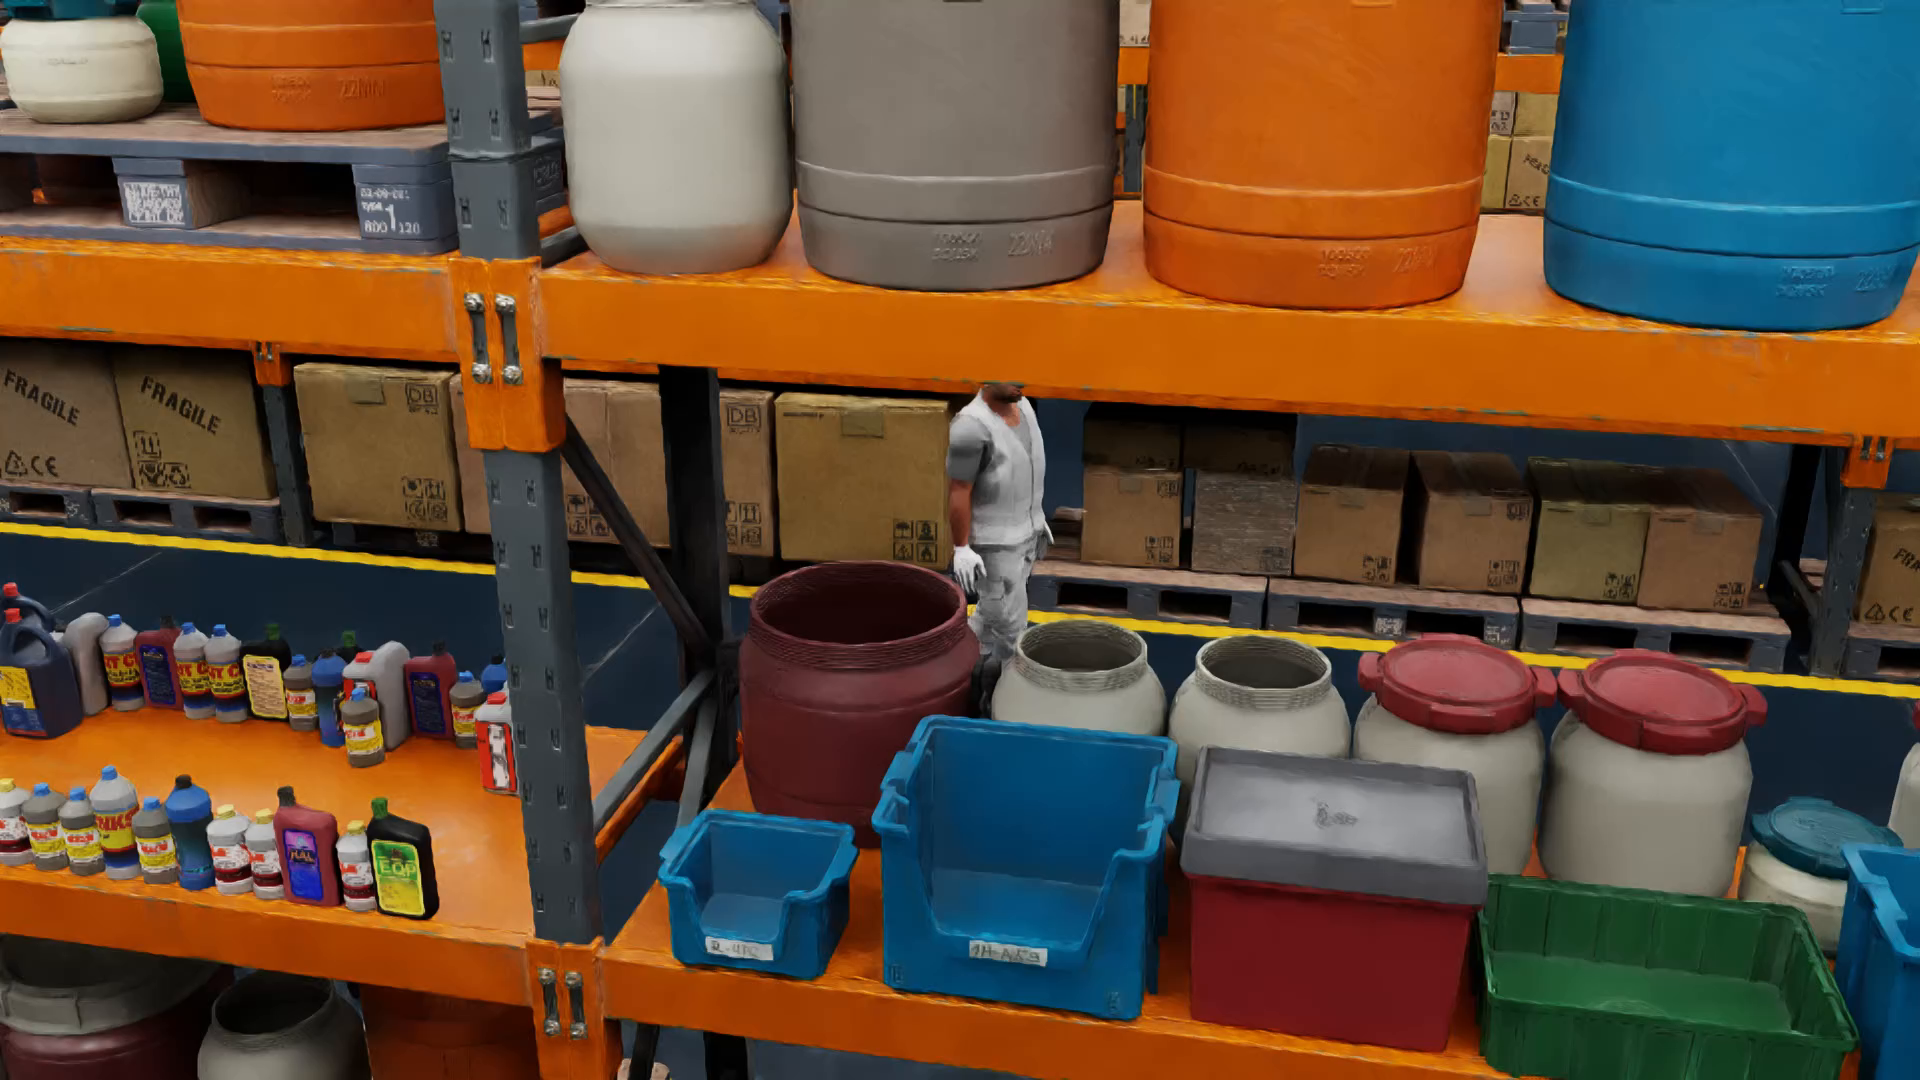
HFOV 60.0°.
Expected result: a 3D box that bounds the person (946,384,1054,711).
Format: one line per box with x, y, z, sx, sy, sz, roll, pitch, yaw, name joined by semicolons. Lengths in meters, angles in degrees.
0.203;-0.003;7.042;0.687;1.792;0.555;12;24;28;person
